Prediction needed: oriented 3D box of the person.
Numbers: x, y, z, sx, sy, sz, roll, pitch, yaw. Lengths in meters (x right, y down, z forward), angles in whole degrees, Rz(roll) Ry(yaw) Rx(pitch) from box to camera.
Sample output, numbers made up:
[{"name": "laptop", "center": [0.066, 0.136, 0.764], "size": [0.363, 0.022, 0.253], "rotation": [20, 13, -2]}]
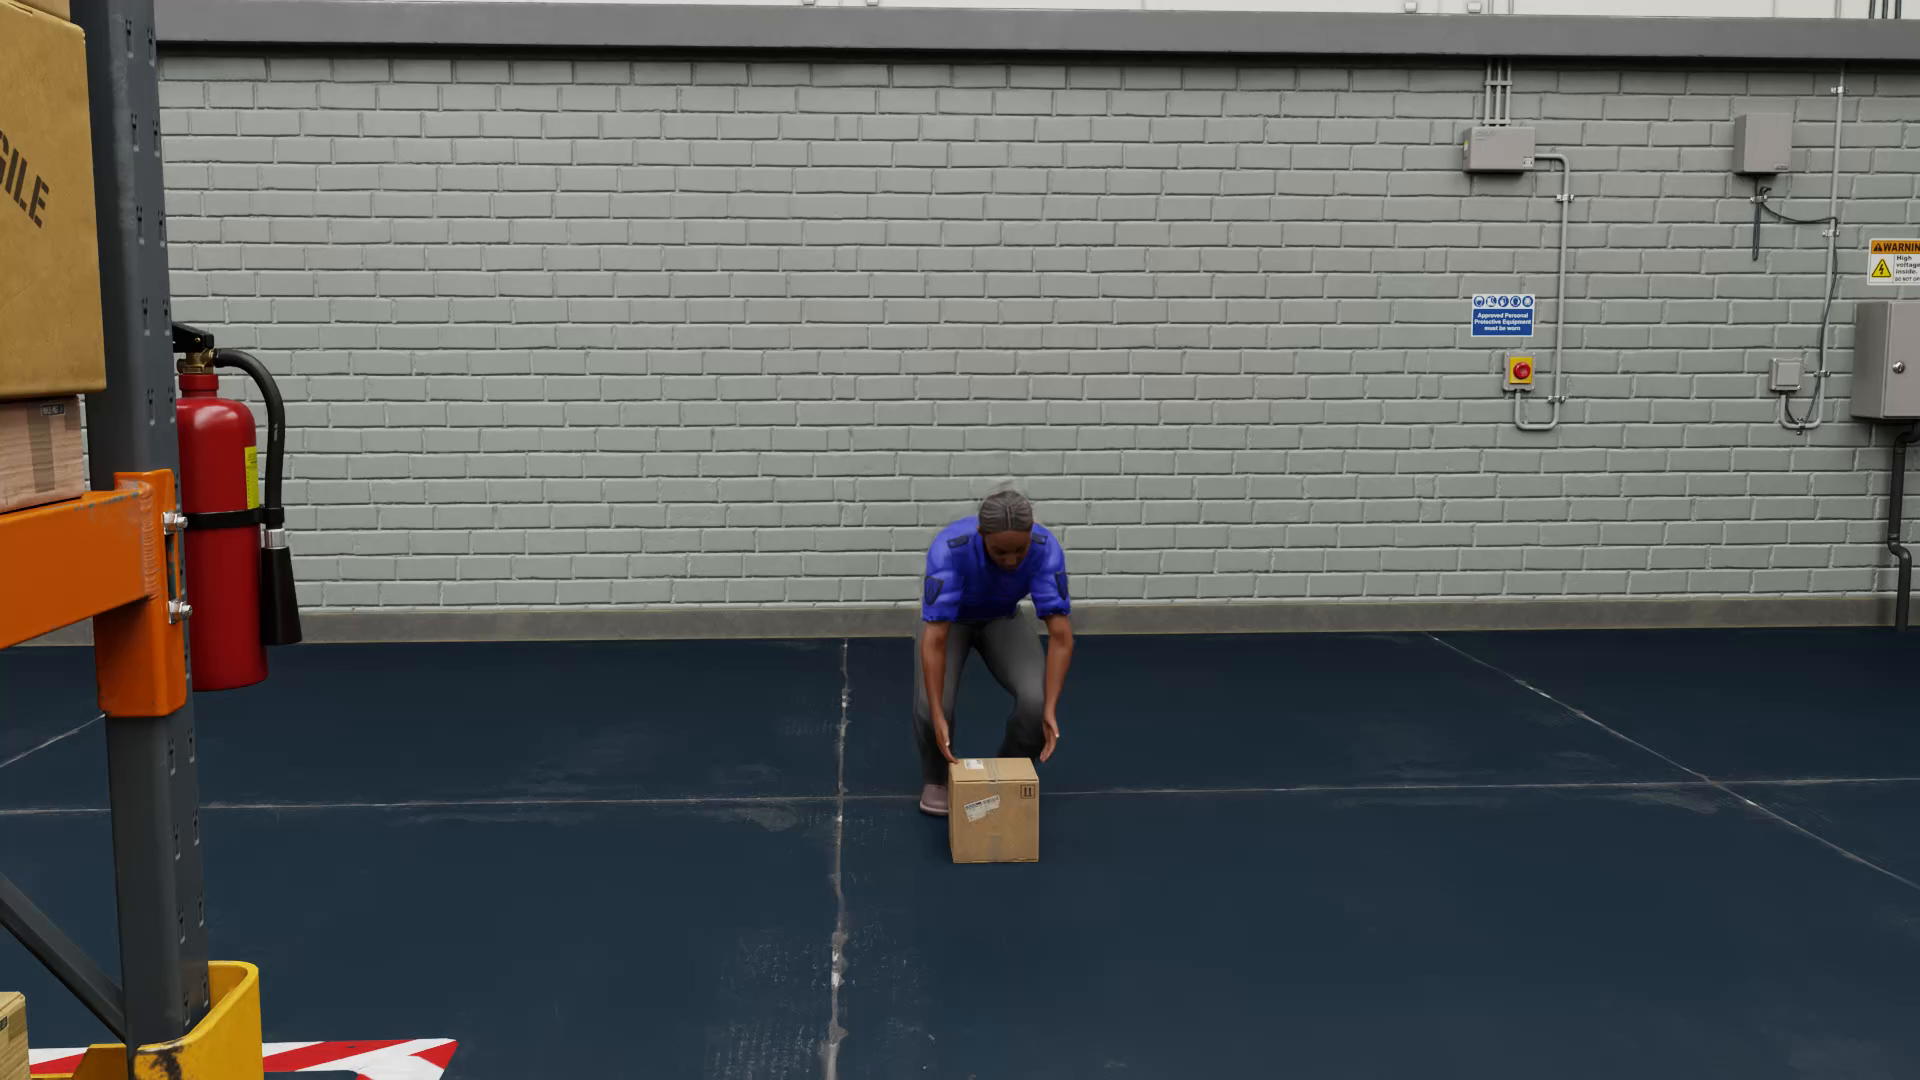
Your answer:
[{"name": "person", "center": [0.094, 0.351, 5.318], "size": [0.498, 1.078, 0.756], "rotation": [0, 7, -4]}]
